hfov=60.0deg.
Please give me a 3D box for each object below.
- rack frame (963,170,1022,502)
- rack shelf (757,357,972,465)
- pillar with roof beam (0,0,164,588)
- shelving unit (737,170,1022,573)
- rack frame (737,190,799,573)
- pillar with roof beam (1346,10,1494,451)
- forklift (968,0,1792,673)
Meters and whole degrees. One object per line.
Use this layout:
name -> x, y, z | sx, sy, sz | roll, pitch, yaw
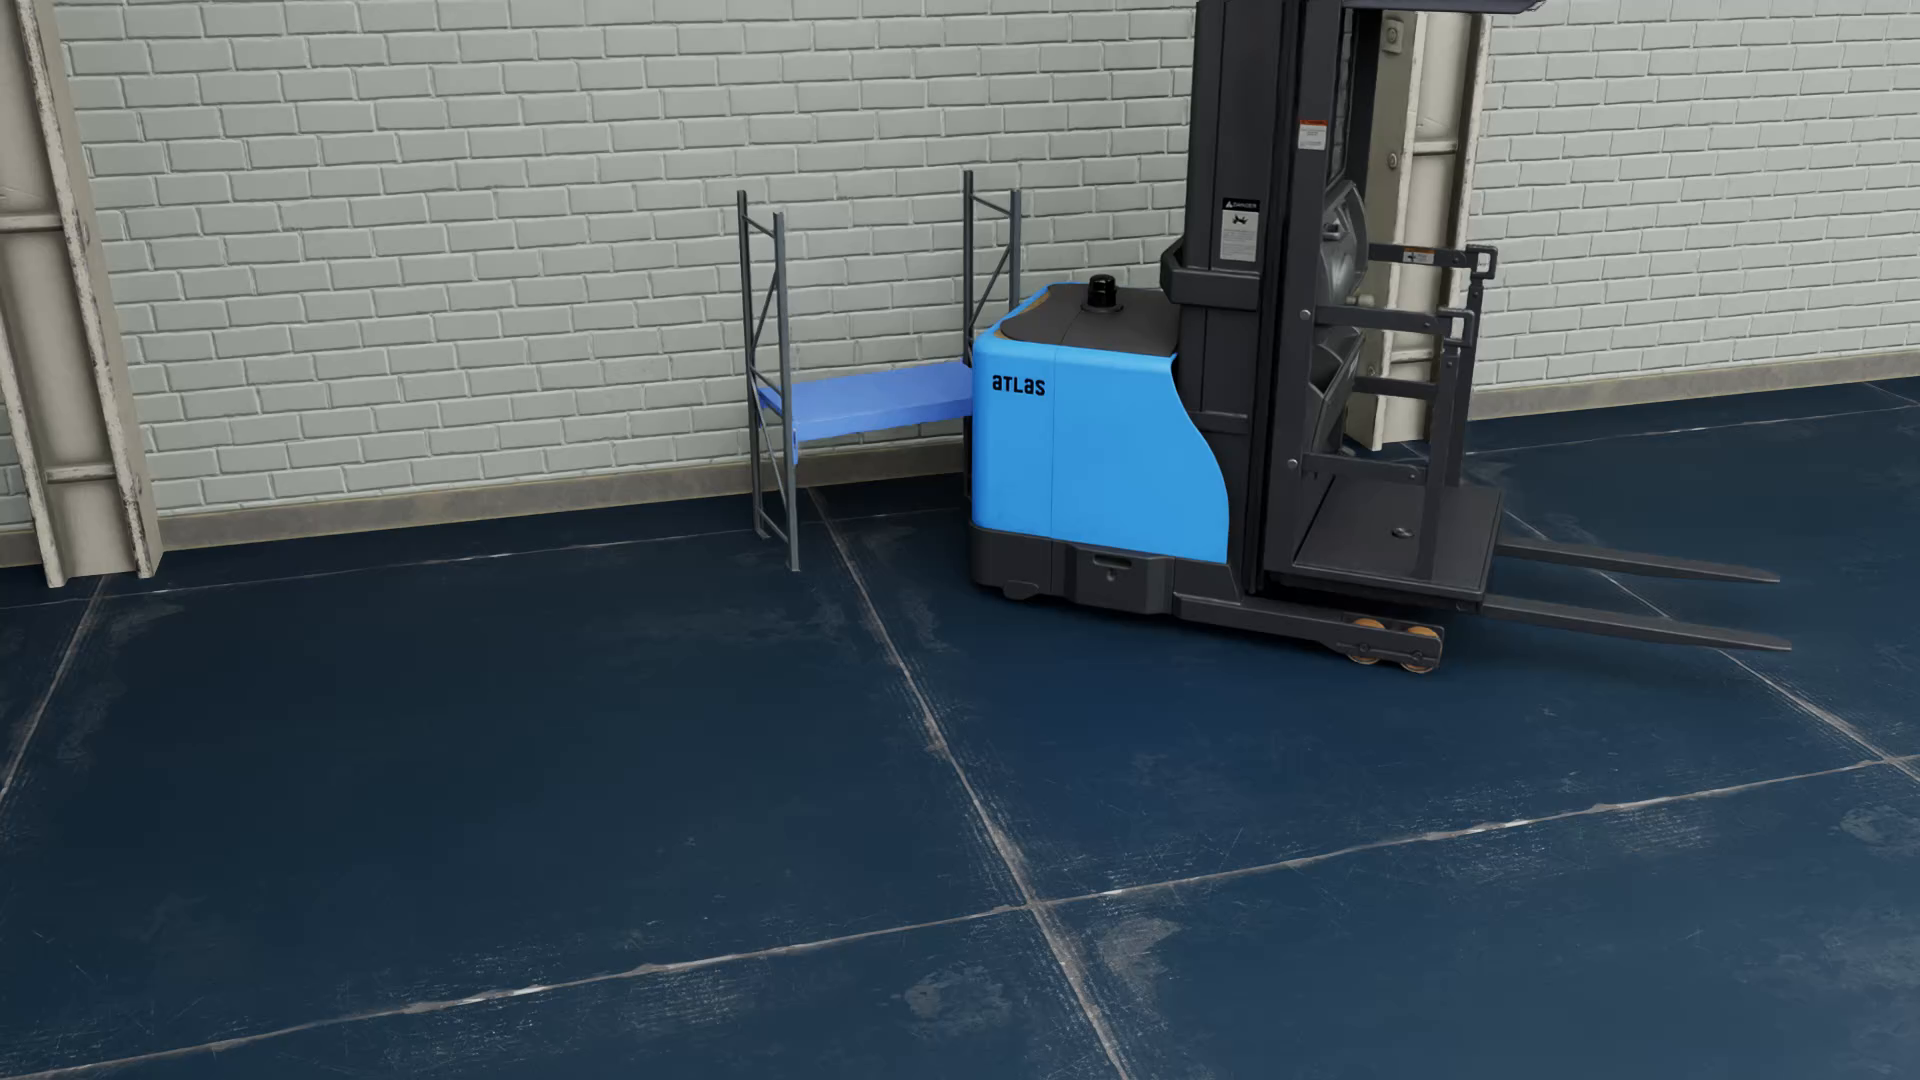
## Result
rack frame -> 0.132, -0.814, 7.245 | 0.032, 1.500, 0.500 | -10, 25, -23
rack shelf -> -0.329, -0.564, 7.119 | 1.000, 0.185, 0.538 | -10, 25, -23
pillar with roof beam -> -2.414, -2.385, 1.396 | 0.400, 9.000, 9.100 | -6, 24, -14
shelving unit -> -0.329, -0.730, 7.048 | 1.048, 1.500, 0.538 | -10, 25, -23
rack frame -> -0.790, -0.645, 6.852 | 0.032, 1.500, 0.500 | -10, 25, -23
pillar with roof beam -> 3.363, -3.024, 2.886 | 0.400, 9.000, 9.100 | -6, 24, -14
forklift -> 1.604, -1.096, 6.086 | 3.031, 2.935, 1.130 | 9, 25, 19
